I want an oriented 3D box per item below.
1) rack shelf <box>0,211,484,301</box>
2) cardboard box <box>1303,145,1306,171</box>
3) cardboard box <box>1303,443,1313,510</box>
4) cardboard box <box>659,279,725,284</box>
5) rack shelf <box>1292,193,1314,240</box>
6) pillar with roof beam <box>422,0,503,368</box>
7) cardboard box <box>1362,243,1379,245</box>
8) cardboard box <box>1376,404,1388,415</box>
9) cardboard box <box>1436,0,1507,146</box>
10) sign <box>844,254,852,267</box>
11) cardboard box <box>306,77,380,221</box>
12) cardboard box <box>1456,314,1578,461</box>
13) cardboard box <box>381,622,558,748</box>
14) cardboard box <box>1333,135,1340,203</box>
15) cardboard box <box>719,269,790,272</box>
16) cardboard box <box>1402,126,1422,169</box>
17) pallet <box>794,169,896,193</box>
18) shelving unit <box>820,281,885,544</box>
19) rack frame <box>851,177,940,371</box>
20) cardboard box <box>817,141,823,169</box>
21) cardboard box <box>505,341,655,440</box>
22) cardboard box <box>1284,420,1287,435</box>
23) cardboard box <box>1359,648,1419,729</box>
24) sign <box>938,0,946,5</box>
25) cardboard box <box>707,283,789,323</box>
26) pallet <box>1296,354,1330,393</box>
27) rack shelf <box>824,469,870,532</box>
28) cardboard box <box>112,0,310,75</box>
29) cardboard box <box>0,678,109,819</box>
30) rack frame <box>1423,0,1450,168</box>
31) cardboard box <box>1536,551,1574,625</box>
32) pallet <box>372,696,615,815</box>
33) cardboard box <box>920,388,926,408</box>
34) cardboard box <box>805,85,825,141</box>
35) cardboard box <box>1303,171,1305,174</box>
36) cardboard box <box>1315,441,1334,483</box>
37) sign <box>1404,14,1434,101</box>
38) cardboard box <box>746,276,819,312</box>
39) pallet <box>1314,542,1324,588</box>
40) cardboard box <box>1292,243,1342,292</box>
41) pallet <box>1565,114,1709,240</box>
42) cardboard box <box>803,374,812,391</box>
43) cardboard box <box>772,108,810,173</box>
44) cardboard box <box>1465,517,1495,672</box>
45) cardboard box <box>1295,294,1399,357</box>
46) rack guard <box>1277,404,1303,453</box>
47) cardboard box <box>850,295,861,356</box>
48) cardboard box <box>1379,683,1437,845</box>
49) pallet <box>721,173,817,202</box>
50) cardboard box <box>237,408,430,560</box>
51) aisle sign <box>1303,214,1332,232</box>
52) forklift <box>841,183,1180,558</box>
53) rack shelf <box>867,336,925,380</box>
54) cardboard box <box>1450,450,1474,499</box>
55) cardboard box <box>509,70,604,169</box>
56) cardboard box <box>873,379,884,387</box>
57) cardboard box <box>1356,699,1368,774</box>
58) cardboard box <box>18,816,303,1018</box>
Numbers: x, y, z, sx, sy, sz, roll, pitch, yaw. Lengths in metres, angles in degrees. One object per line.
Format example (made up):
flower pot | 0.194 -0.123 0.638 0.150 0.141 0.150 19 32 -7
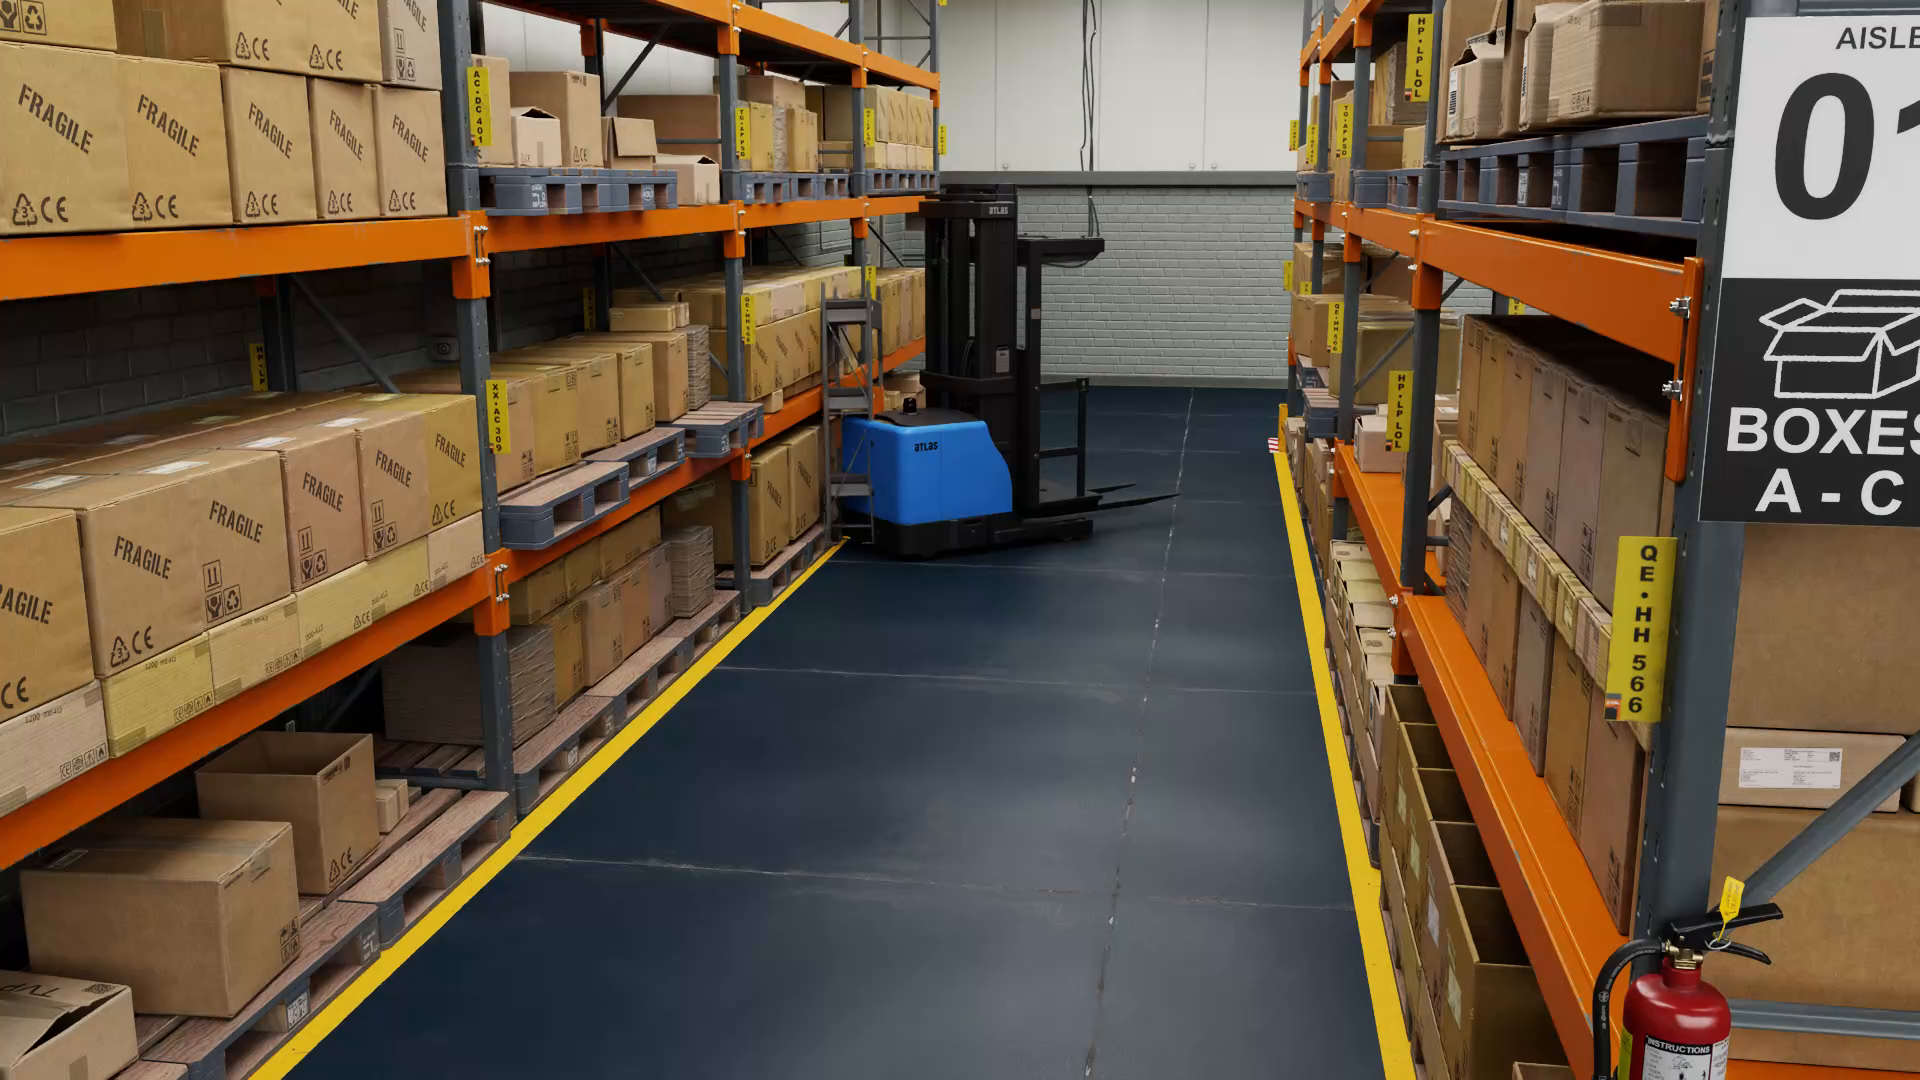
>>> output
rack shelf | -2.886 -0.834 5.330 1.077 0.370 4.000 2 12 9
cardboard box | 3.590 -3.701 16.094 0.500 0.250 0.500 2 12 9
cardboard box | 3.232 -0.542 14.275 0.500 0.500 0.500 1 12 6
cardboard box | -1.985 -1.856 12.715 0.500 0.250 0.500 2 12 7
rack shelf | 3.854 -3.172 16.180 1.077 0.370 4.000 2 12 9
pillar with roof beam | 1.235 -3.519 8.961 9.100 9.000 0.400 2 12 9
cardboard box | 4.365 -2.910 17.765 0.500 0.500 0.500 2 12 8
cardboard box | 2.833 -0.691 10.290 0.500 0.311 0.500 3 12 12
cardboard box | 1.978 -1.668 5.929 0.500 0.500 0.500 3 13 13
sign | -1.281 -3.115 19.083 0.100 0.325 0.005 2 12 9
cardboard box | -2.503 -1.443 6.162 0.500 0.500 0.500 1 12 4
cardboard box | 2.254 -0.566 6.185 0.700 0.500 0.500 2 12 9
cardboard box | -2.482 0.718 8.433 0.700 0.500 0.500 2 12 11
cardboard box | 3.124 -2.630 11.720 0.910 0.500 0.500 2 12 9
cardboard box | -1.751 -2.175 14.195 0.500 0.250 0.500 2 12 9
cardboard box | 2.918 -2.311 9.834 0.500 0.250 0.500 1 12 4
pallet | -1.212 -3.394 15.712 1.003 0.211 1.213 2 12 9
shelving unit | -0.864 -1.035 13.602 0.431 2.100 0.503 -1 4 7
rack frame | -0.733 -2.634 19.094 1.000 3.000 0.127 2 12 9
cardboard box | -1.475 -3.598 15.571 0.500 0.250 0.500 2 12 9
cardboard box | -2.196 -0.874 9.647 0.700 0.500 0.500 2 12 9
cardboard box | 3.758 -1.219 18.254 0.380 0.149 0.250 2 12 9
cardboard box | 2.169 0.687 7.885 0.500 0.311 0.500 2 12 10
sign | -0.199 -6.041 18.260 0.100 0.325 0.005 2 12 9
cardboard box | -1.557 -1.737 12.162 0.500 0.250 0.500 2 12 8
pallet | 3.316 -1.385 13.754 1.003 0.211 1.213 2 12 9
rack shelf | -0.851 -0.323 13.651 0.431 0.518 0.480 -1 4 7
cardboard box | -2.532 -1.813 5.507 0.500 0.500 0.500 1 12 7
cardboard box | -2.739 0.561 4.580 0.500 0.250 0.500 1 12 7
rack frame | 2.317 -2.909 6.129 1.000 3.000 0.127 2 12 9
cardboard box | 1.770 0.136 4.467 0.380 0.149 0.250 2 12 10
pallet | -2.461 1.065 8.549 1.003 0.211 1.213 2 12 9
cardboard box | -0.742 -1.468 18.622 0.700 0.500 0.500 2 12 9
cardboard box | -1.472 -3.968 15.506 0.500 0.500 0.500 2 12 8
cardboard box | 3.596 -3.456 16.146 0.500 0.250 0.500 2 12 9
cardboard box | 3.001 -0.595 12.746 0.500 0.250 0.500 2 12 8
sign | 1.779 -1.864 6.430 0.100 0.325 0.005 2 12 9
cardboard box | -1.412 -1.948 13.140 0.500 0.250 0.500 2 12 7
pallet | 3.274 0.147 12.809 1.003 0.211 1.213 2 12 9
cardboard box | 3.833 -2.928 17.848 0.500 0.500 0.500 2 12 10
pallet | 1.836 -0.713 3.270 1.003 0.211 1.213 2 12 9
cardboard box | -1.412 -1.290 13.410 0.380 0.149 0.250 2 12 10
cardboard box | -1.614 -3.234 13.476 0.700 0.500 0.500 2 12 8
cardboard box | 2.180 0.178 5.811 0.700 0.500 0.500 2 12 8
cardboard box | 3.253 -1.804 14.010 0.700 0.500 0.500 -2 12 -10
rack guard | 4.150 -1.236 18.542 1.175 0.500 0.348 2 12 9
cardboard box | -1.170 -1.901 14.702 0.500 0.500 0.500 2 12 8
cardboard box | 1.936 0.883 6.527 0.500 0.500 0.500 2 12 9
pallet | -1.748 -2.711 12.781 1.003 0.211 1.213 2 12 11
cardboard box | -2.417 -0.226 6.451 0.500 0.500 0.500 2 12 8
aisle sign | 3.882 -3.768 18.189 0.394 0.787 0.004 2 12 9
forklift | 0.521 -1.506 14.024 3.031 2.935 1.130 -8 15 -33
rack shelf | -1.041 -1.866 17.238 1.077 0.370 4.000 2 12 9
cardboard box | 2.045 -0.240 6.210 0.380 0.149 0.250 2 12 9
cardboard box | -2.226 -2.224 8.839 0.500 0.500 0.500 1 12 7
cardboard box | -1.037 -1.660 17.973 0.380 0.149 0.250 2 12 9
cardboard box | 2.173 0.962 7.939 0.500 0.250 0.500 2 12 8
cardboard box | -2.749 1.293 5.762 0.700 0.500 0.500 1 12 5
